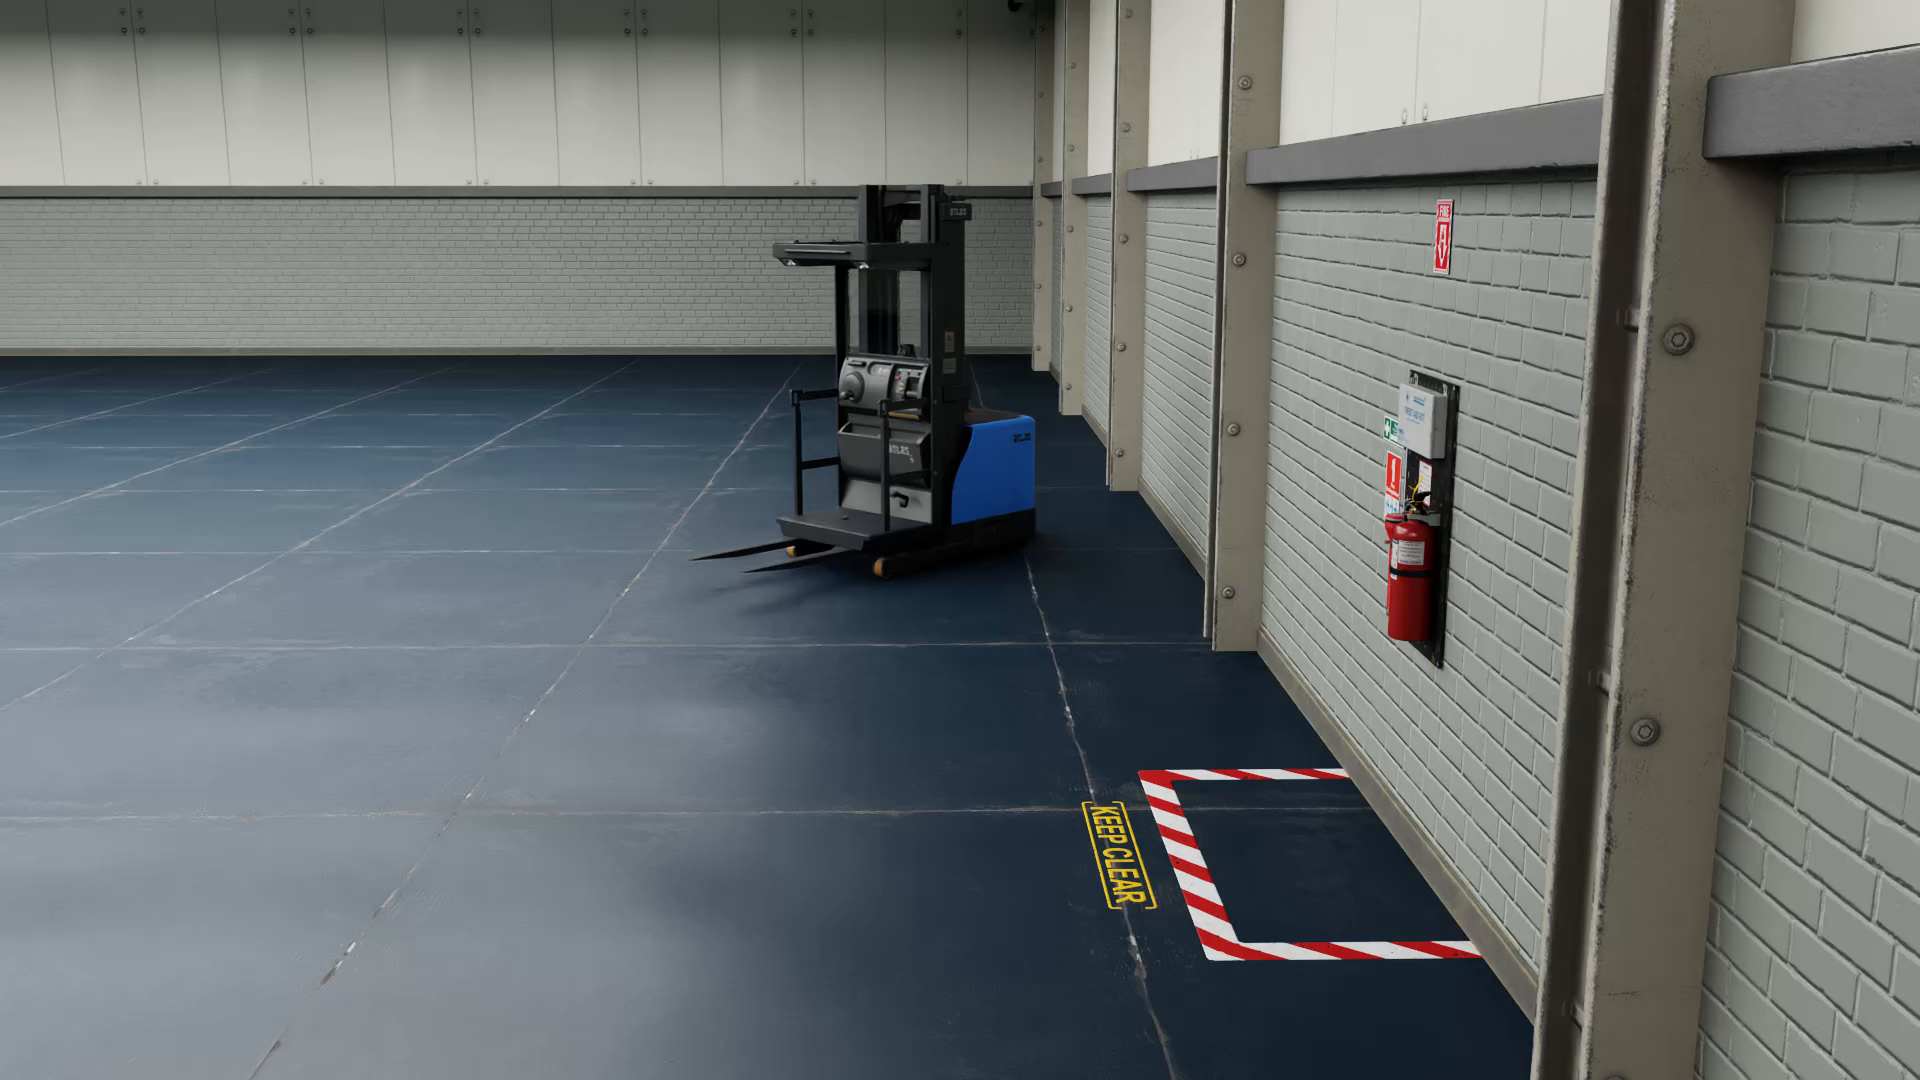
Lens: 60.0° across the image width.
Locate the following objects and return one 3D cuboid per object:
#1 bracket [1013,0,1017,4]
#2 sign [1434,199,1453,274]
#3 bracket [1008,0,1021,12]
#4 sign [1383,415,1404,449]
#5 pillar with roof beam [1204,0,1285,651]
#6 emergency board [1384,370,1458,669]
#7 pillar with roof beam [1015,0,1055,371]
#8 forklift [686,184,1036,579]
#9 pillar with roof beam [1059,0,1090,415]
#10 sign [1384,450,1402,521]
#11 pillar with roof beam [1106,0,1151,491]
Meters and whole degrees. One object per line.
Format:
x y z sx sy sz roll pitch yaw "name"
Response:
0.992 -9.521 29.302 0.076 0.066 3.189 0 11 -1 "bracket"
1.974 -1.241 6.799 0.001 0.298 0.199 0 11 -1 "sign"
0.979 -9.638 29.881 0.235 0.232 0.430 0 11 -1 "bracket"
1.958 -0.489 7.503 0.001 0.109 0.331 0 11 -1 "sign"
-2.540 -3.726 9.793 9.100 9.000 0.400 0 11 -1 "pillar with roof beam"
1.875 -0.102 7.020 0.194 1.169 0.643 0 11 -1 "emergency board"
-2.912 -7.304 27.430 9.100 9.000 0.548 0 11 -1 "pillar with roof beam"
-0.743 -1.256 12.877 1.130 2.935 3.031 11 16 42 "forklift"
-2.788 -6.112 21.551 9.100 9.000 0.400 0 11 -1 "pillar with roof beam"
1.967 -0.230 7.560 0.001 0.329 0.234 0 11 -1 "sign"
-2.664 -4.919 15.672 9.100 9.000 0.400 0 11 -1 "pillar with roof beam"
